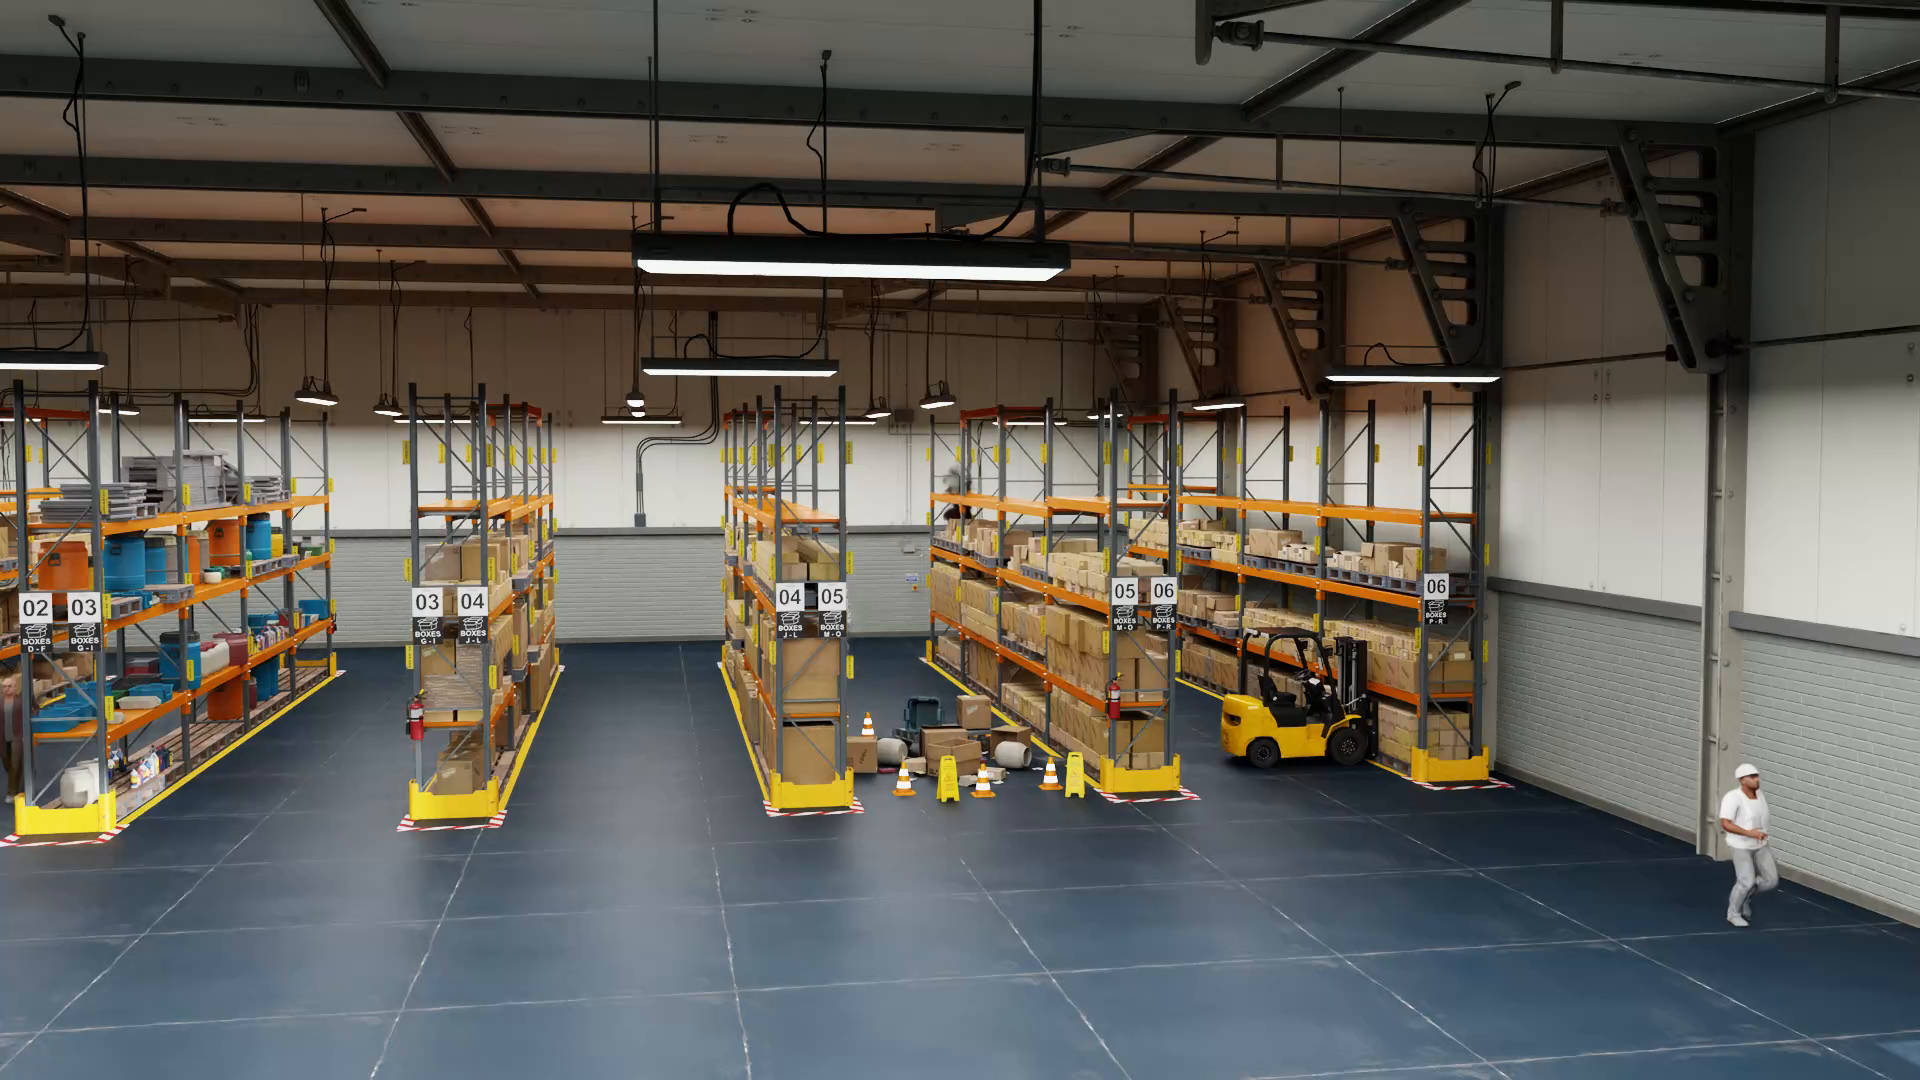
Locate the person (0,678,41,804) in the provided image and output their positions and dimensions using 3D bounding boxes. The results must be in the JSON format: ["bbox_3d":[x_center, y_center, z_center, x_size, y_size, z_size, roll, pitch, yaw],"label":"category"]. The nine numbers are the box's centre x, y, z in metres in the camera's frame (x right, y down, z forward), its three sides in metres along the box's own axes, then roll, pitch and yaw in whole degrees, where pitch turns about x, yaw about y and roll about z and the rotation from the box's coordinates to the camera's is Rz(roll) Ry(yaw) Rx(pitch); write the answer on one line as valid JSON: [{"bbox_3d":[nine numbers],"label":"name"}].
[{"bbox_3d":[-13.777,2.882,24.192,0.689,1.772,1.035,-1,3,-15],"label":"person"}]

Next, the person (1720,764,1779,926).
[{"bbox_3d":[8.359,3.237,17.573,0.695,1.736,0.591,-1,3,-23],"label":"person"}]

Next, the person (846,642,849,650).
[{"bbox_3d":[-3.239,2.054,41.174,0.999,1.835,0.606,-1,3,-16],"label":"person"}]
